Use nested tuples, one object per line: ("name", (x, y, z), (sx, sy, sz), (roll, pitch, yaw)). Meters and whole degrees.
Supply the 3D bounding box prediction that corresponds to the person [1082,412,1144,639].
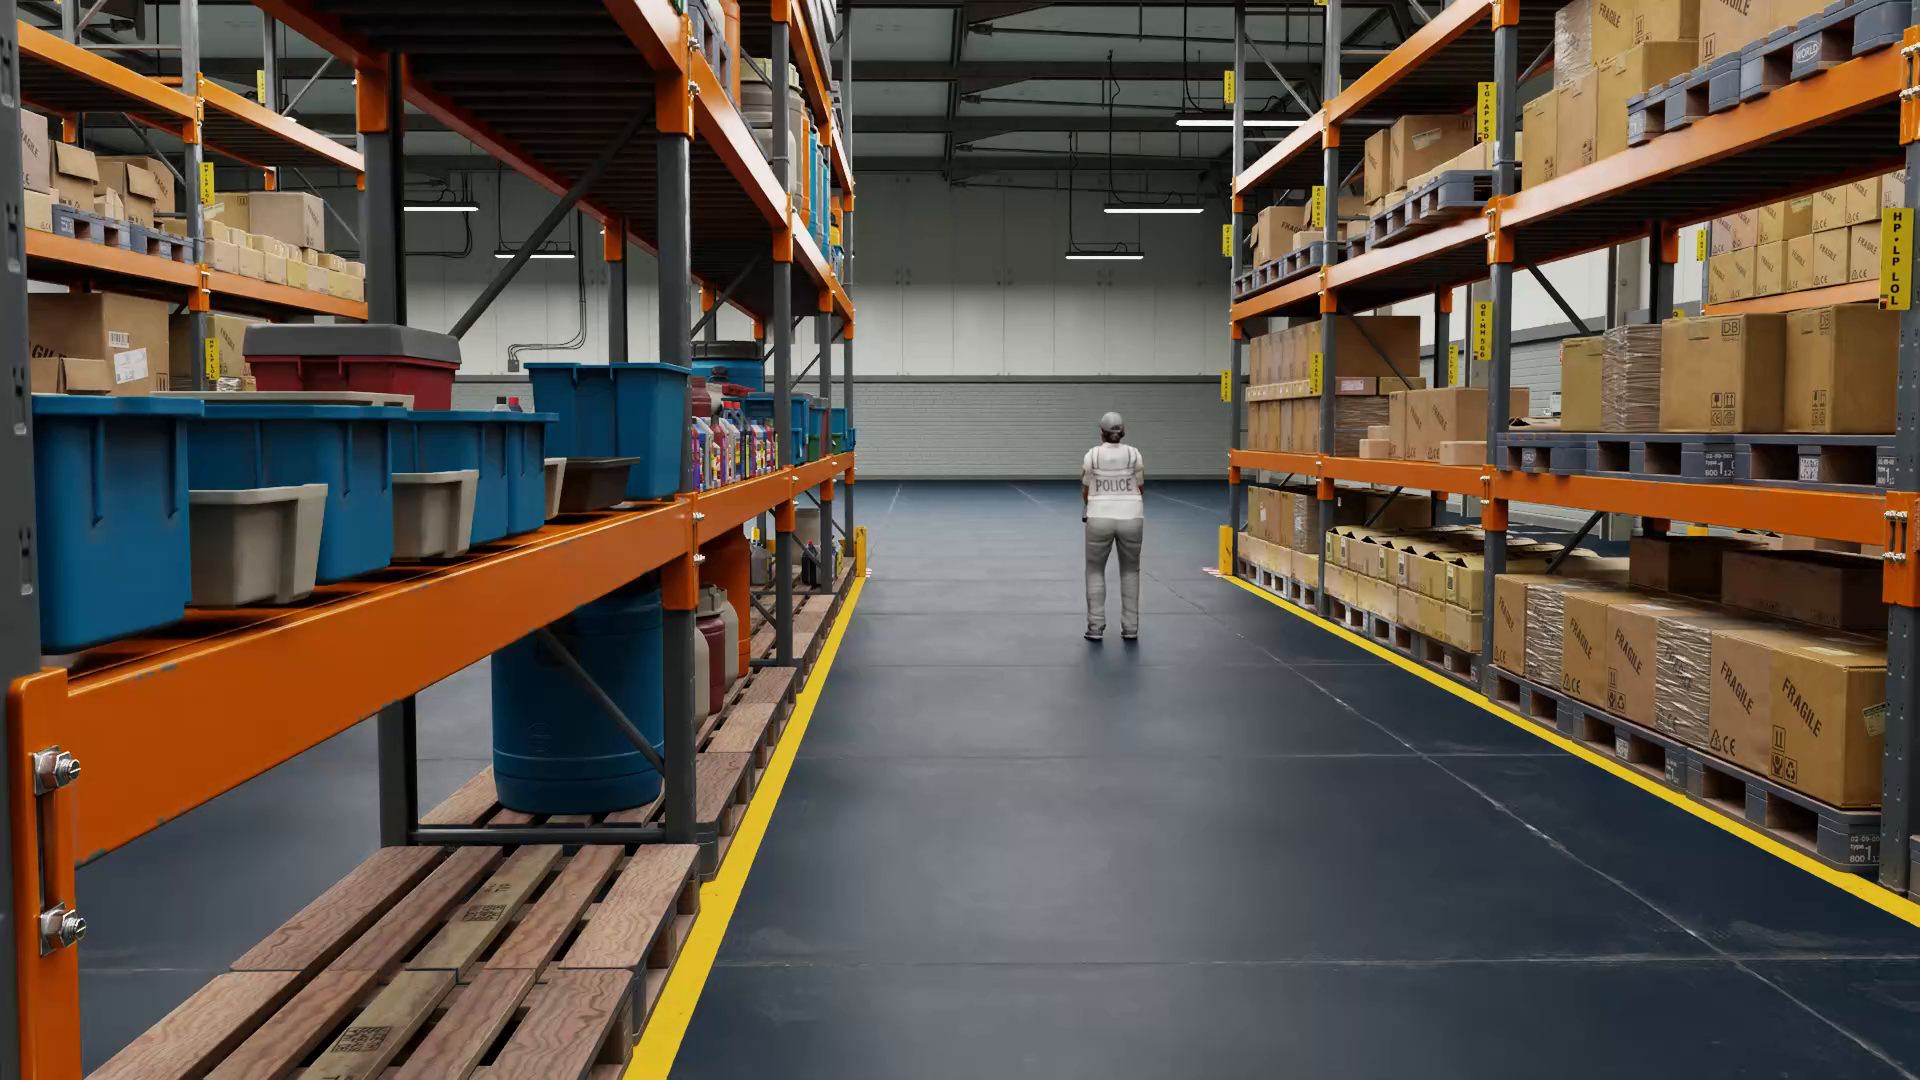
("person", (1.108, -0.107, 12.131), (0.453, 1.653, 0.541), (0, 4, -1))
